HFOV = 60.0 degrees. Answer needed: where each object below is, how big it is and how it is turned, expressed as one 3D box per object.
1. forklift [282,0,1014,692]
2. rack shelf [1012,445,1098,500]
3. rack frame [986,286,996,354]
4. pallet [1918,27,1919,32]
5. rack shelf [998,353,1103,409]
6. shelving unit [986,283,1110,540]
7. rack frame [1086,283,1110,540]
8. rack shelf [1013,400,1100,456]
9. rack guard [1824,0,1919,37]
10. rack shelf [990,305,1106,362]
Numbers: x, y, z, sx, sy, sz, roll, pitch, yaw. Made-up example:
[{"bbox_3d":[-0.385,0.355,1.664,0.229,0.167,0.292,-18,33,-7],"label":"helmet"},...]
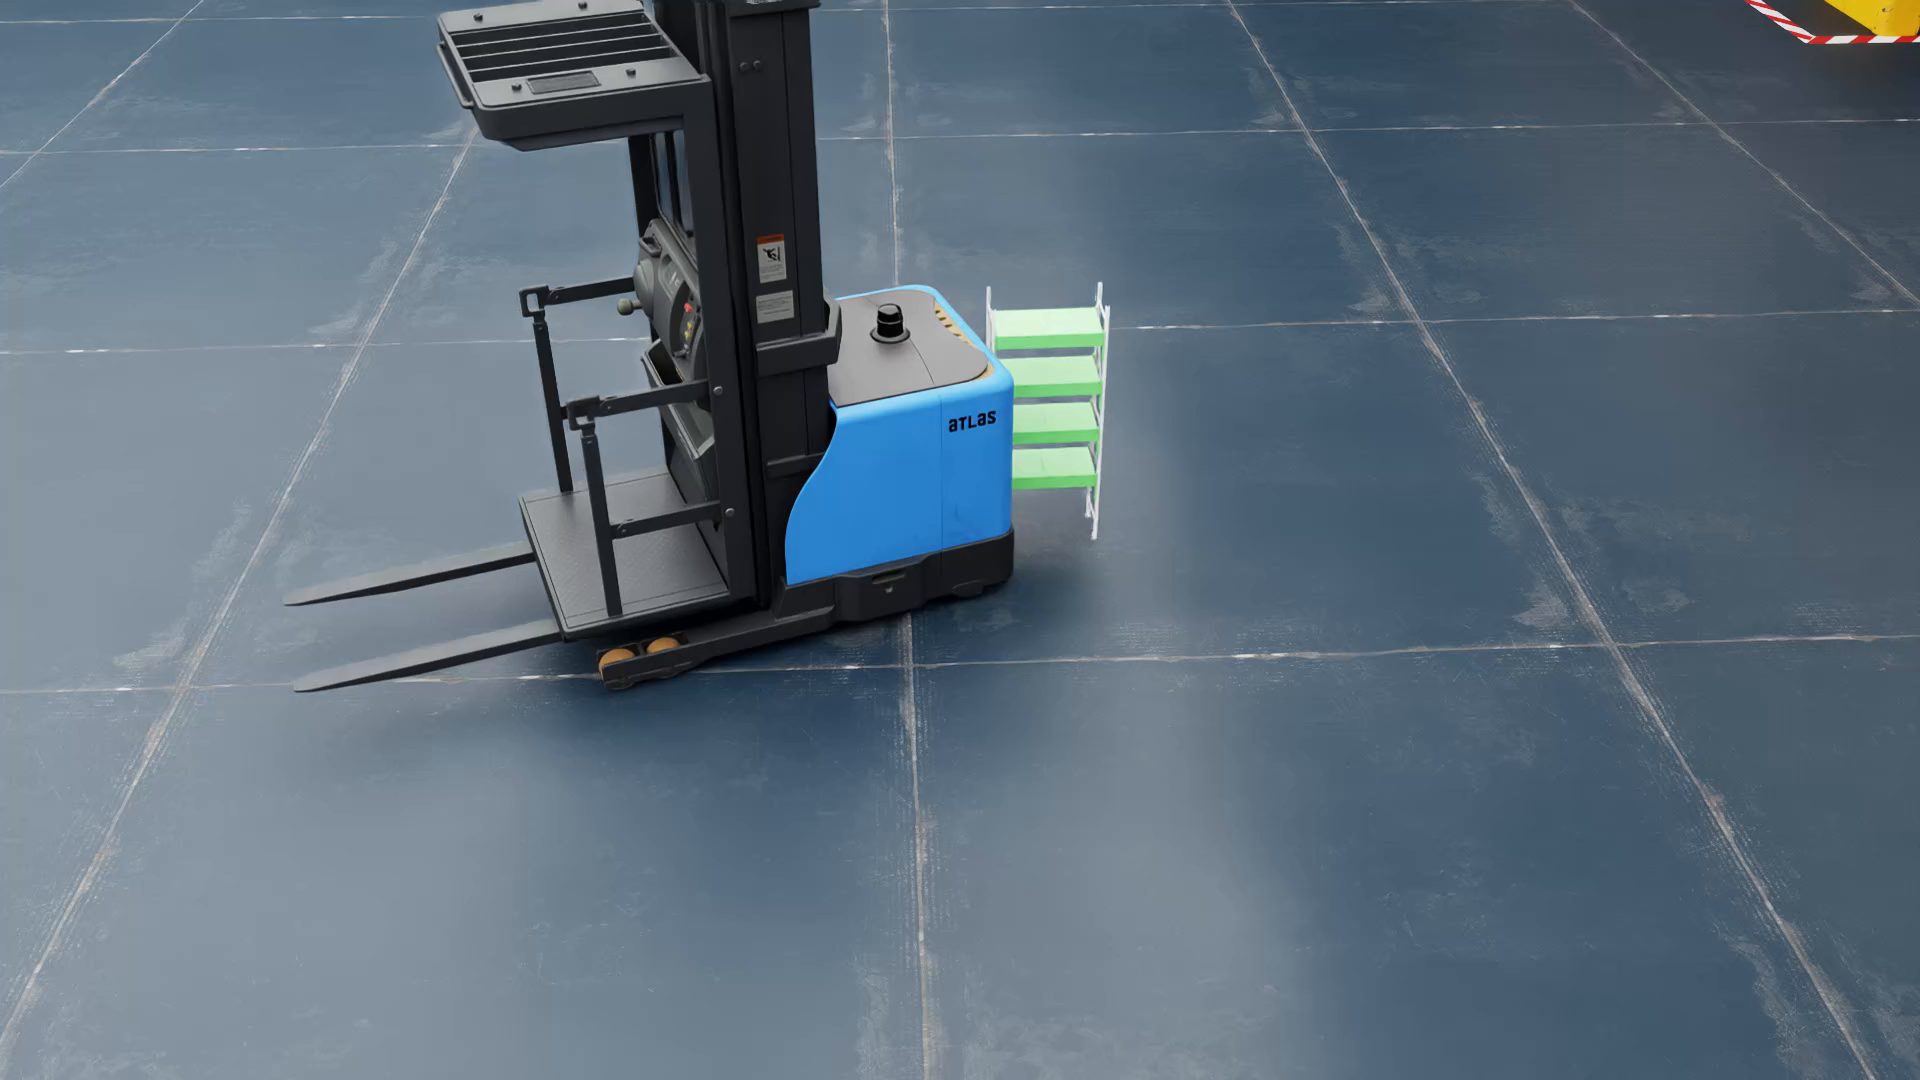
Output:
[{"bbox_3d":[-1.330,-0.931,6.520,3.031,2.935,1.130,-13,37,-18],"label":"forklift"},{"bbox_3d":[0.377,-0.303,7.667,0.480,0.148,0.258,-3,35,-4],"label":"rack shelf"},{"bbox_3d":[0.134,-0.542,7.478,0.015,1.200,0.240,-3,35,-4],"label":"rack frame"},{"bbox_3d":[8.573,-4.613,14.230,1.213,0.211,1.003,-2,35,-2],"label":"pallet"},{"bbox_3d":[0.377,-0.697,7.394,0.480,0.148,0.258,-3,35,-4],"label":"rack shelf"},{"bbox_3d":[0.377,-0.553,7.494,0.503,1.200,0.258,-3,35,-4],"label":"shelving unit"},{"bbox_3d":[0.620,-0.563,7.510,0.015,1.200,0.240,-3,35,-4],"label":"rack frame"},{"bbox_3d":[0.377,-0.500,7.530,0.480,0.148,0.258,-3,35,-4],"label":"rack shelf"},{"bbox_3d":[7.762,-4.713,14.120,0.348,0.500,1.175,-2,35,-2],"label":"rack guard"},{"bbox_3d":[0.377,-0.895,7.257,0.480,0.148,0.258,-3,35,-4],"label":"rack shelf"}]
